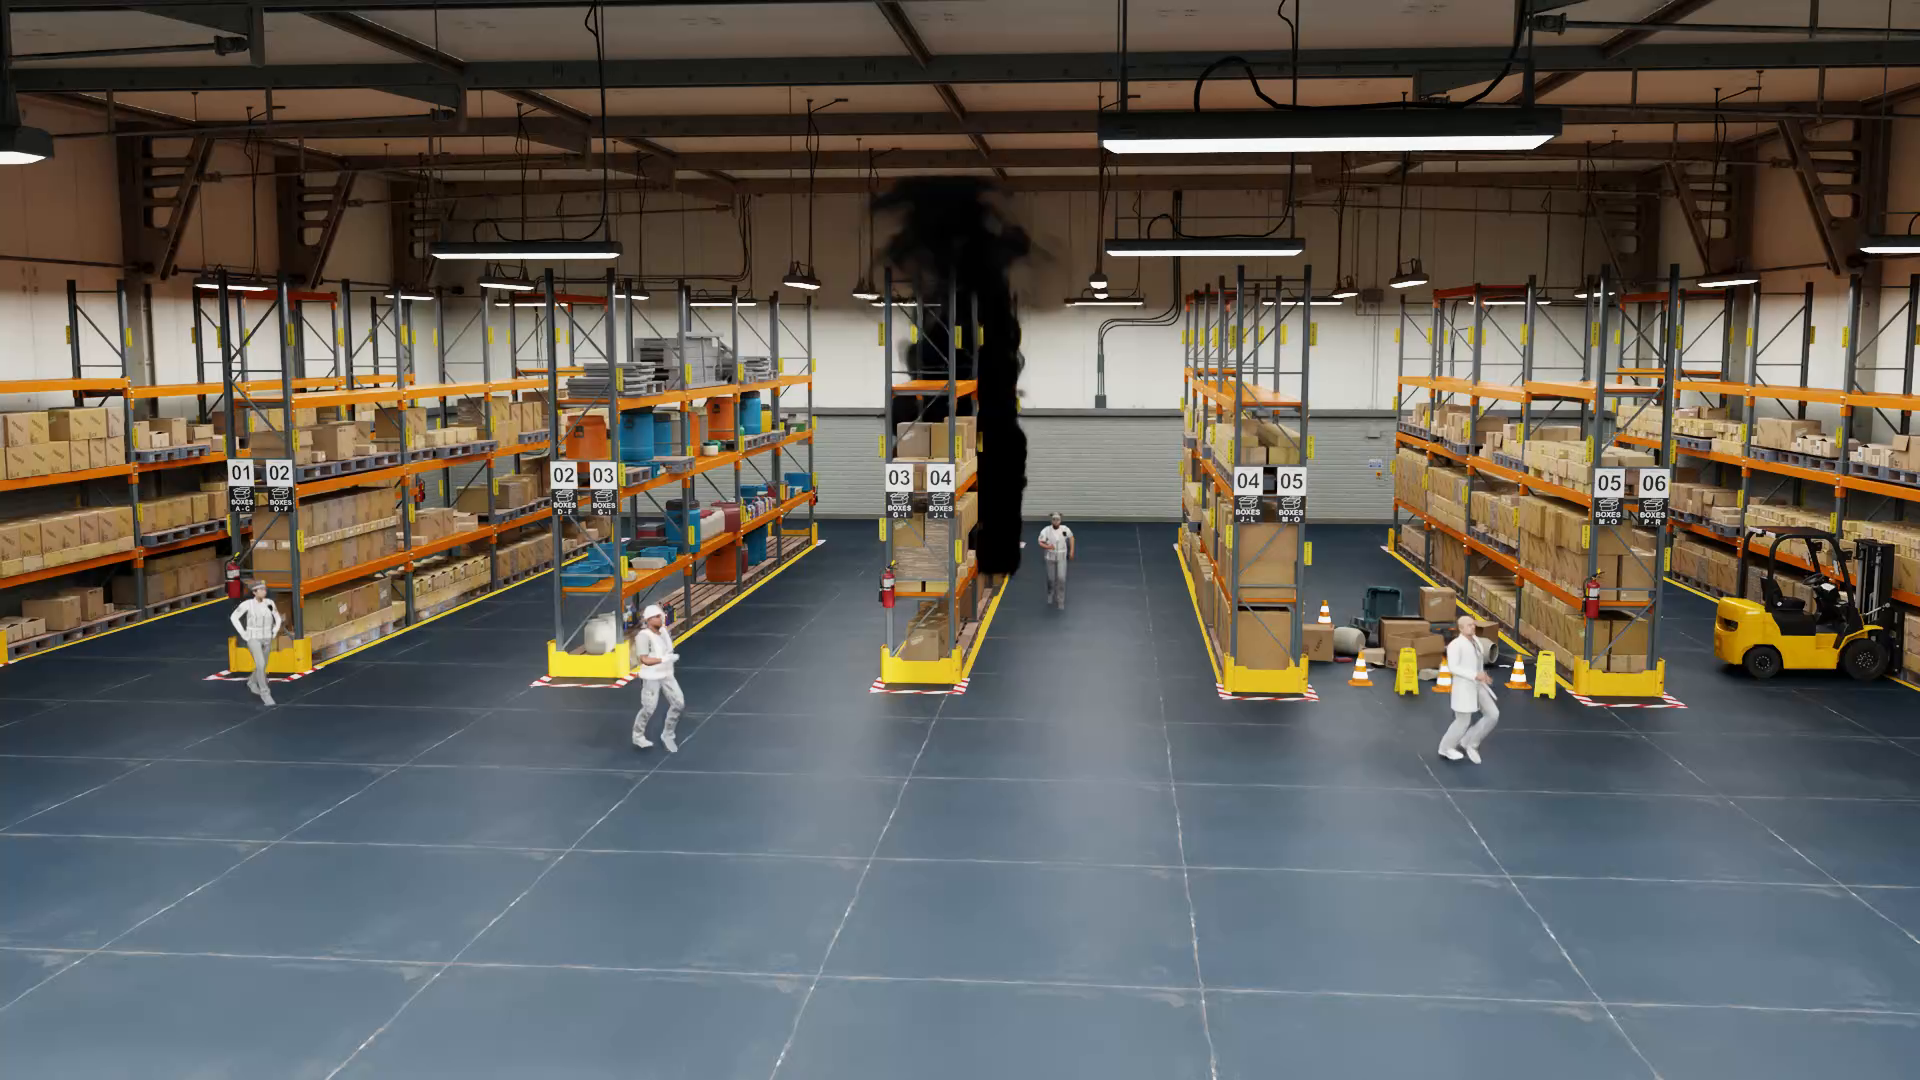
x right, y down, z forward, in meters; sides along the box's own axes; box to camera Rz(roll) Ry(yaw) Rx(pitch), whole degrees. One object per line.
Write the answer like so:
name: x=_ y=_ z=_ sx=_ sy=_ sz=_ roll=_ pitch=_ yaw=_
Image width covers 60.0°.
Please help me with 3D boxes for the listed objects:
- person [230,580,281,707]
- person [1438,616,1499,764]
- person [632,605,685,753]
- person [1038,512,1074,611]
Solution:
person: x=-9.651 y=1.395 z=22.945 sx=0.864 sy=1.716 sz=0.628 roll=6 pitch=9 yaw=40
person: x=6.010 y=1.769 z=19.622 sx=0.719 sy=1.770 sz=0.741 roll=-5 pitch=9 yaw=-36
person: x=-3.642 y=1.690 z=20.087 sx=0.744 sy=1.825 sz=0.656 roll=4 pitch=8 yaw=31
person: x=1.787 y=0.386 z=30.944 sx=0.678 sy=1.855 sz=0.797 roll=0 pitch=7 yaw=1
